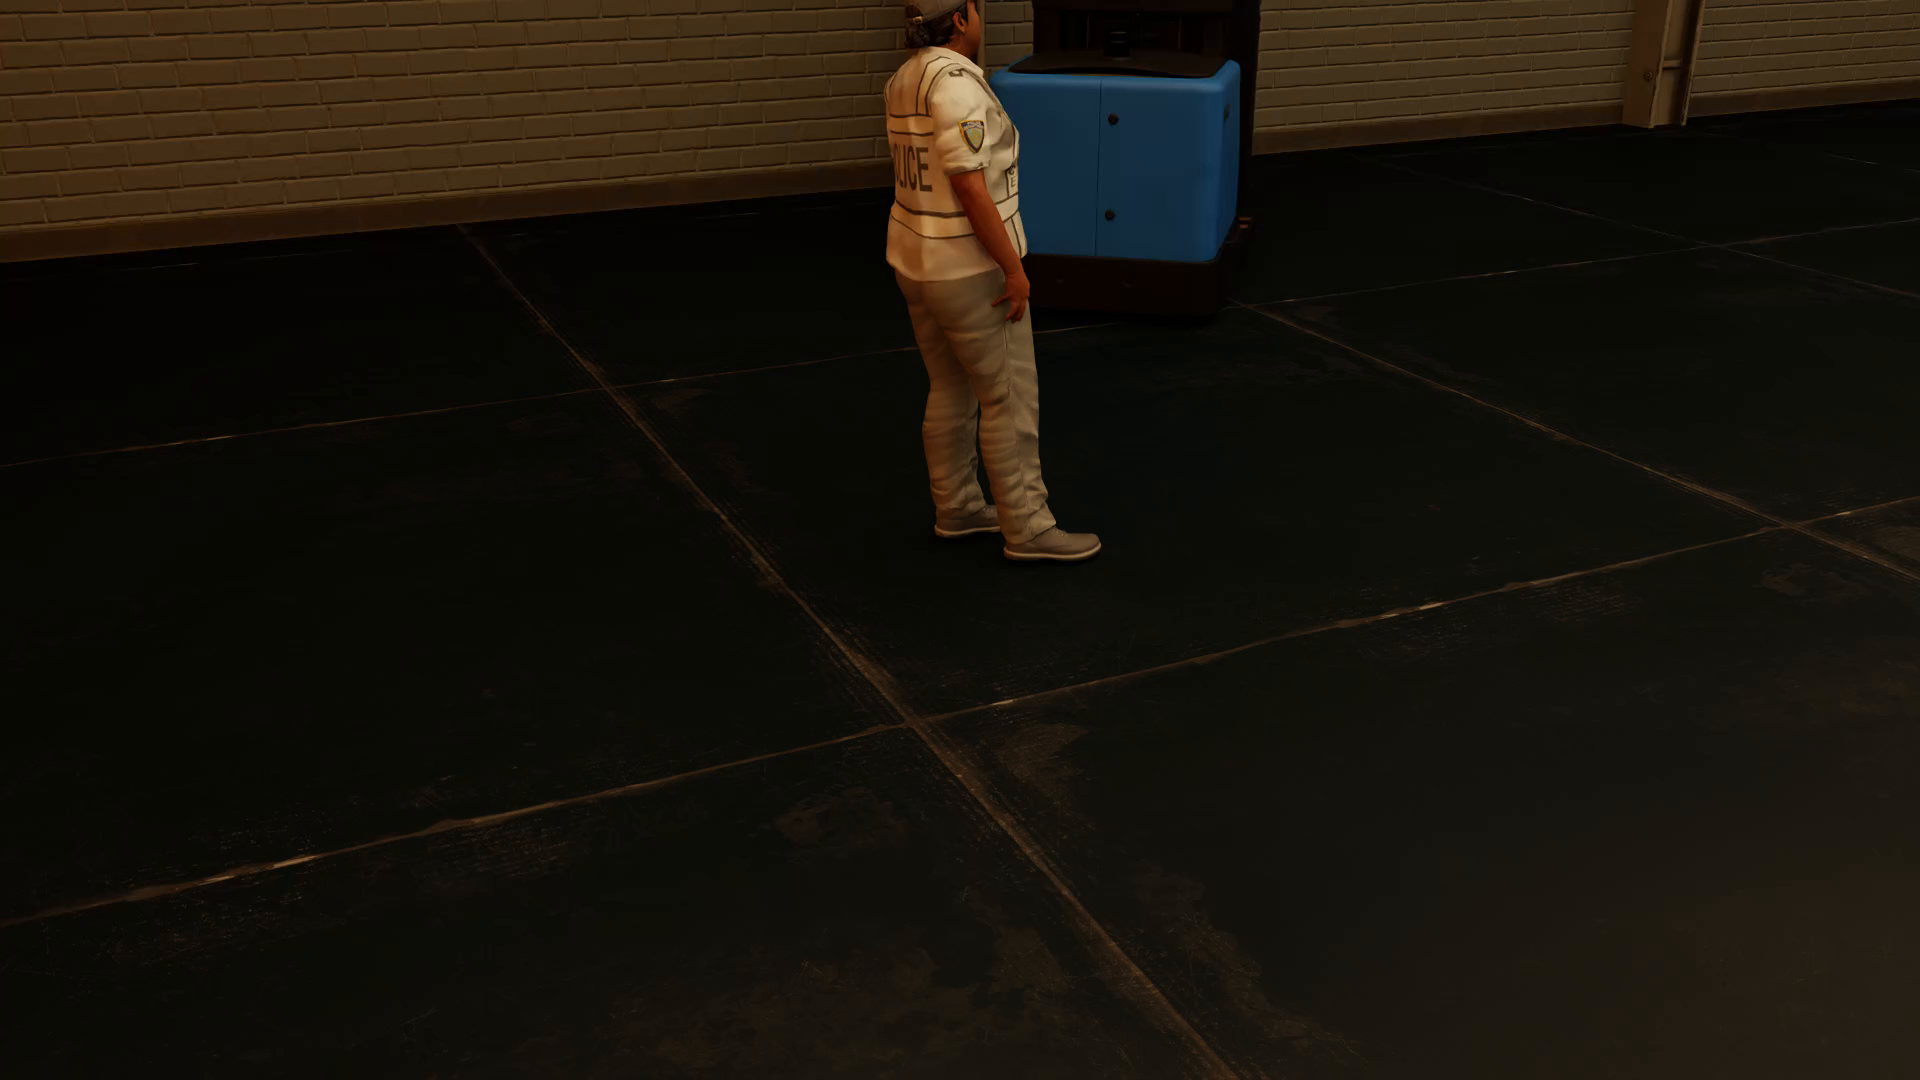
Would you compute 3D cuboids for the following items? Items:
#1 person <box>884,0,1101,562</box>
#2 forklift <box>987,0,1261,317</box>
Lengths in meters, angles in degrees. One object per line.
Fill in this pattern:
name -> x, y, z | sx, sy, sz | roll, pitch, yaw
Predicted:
person -> 0.079, -0.781, 4.795 | 0.529, 1.670, 0.599 | -10, 25, -23
forklift -> 0.958, -2.863, 8.177 | 1.130, 2.935, 3.031 | 5, 23, 13
